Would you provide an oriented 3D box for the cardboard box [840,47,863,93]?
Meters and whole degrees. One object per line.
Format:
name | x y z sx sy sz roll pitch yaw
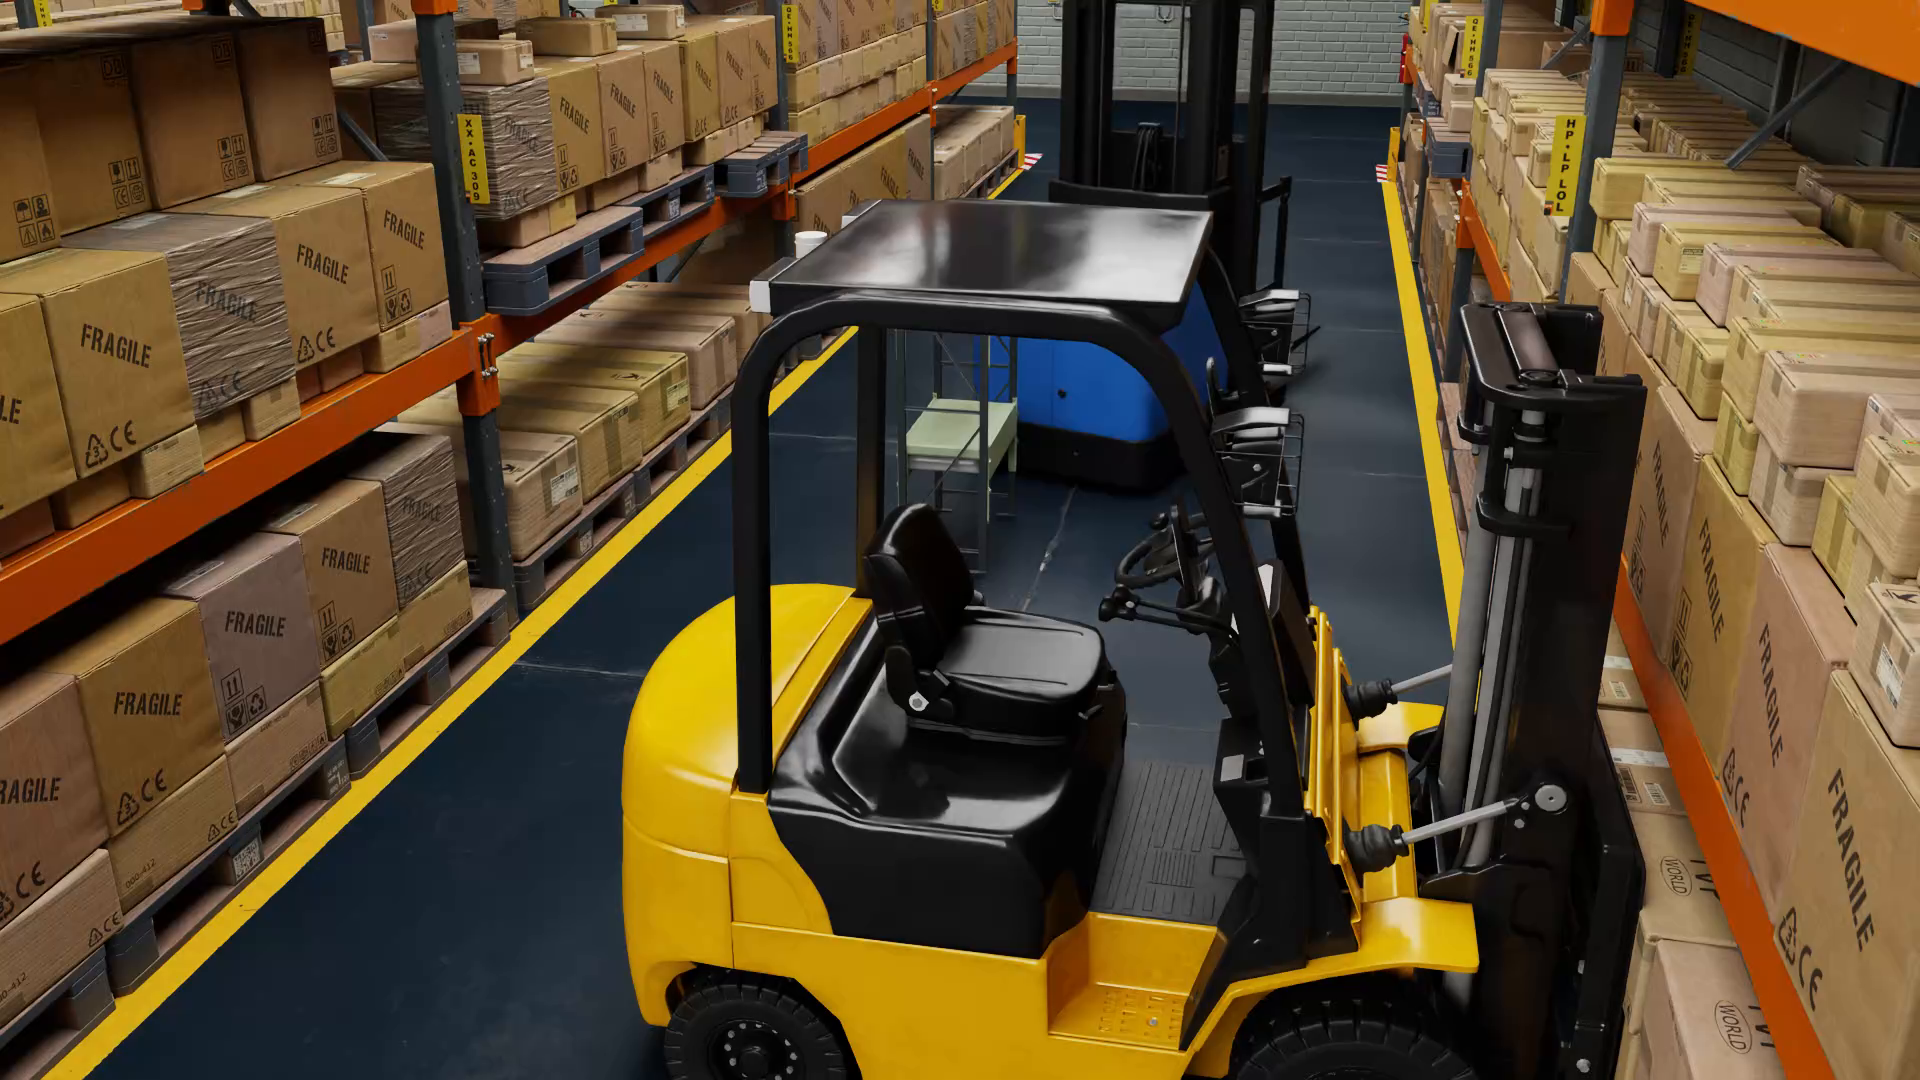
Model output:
cardboard box | -0.970 -3.220 11.365 0.500 0.250 0.500 4 22 11

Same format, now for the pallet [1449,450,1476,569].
pallet | 2.867 -0.107 7.838 1.003 0.211 1.213 4 22 11

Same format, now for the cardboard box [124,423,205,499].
cardboard box | -2.421 -0.241 4.772 0.380 0.149 0.250 5 22 11

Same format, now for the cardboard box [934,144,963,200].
cardboard box | -0.486 -3.212 14.680 0.875 0.438 0.875 4 22 10

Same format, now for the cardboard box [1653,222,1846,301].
cardboard box | 1.965 -0.692 4.157 0.380 0.149 0.250 4 22 10

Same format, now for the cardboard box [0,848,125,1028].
cardboard box | -2.621 1.026 4.411 0.500 0.250 0.500 5 23 13

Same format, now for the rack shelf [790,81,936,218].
rack shelf | -1.127 -2.919 12.048 1.077 0.370 4.000 4 22 11

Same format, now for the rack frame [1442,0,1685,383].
rack frame | 3.325 -2.144 9.162 1.000 3.000 0.127 4 22 11

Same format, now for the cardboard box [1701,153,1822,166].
cardboard box | 2.948 -1.326 6.128 0.380 0.149 0.250 4 22 11

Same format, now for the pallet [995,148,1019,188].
pallet | 0.011 -3.855 17.142 1.003 0.211 1.213 4 22 11

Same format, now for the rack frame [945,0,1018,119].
rack frame | 0.097 -5.447 17.362 1.000 3.000 0.127 4 22 11

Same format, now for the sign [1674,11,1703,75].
sign | 3.869 -2.640 8.843 0.100 0.325 0.005 4 22 11

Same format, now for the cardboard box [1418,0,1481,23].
cardboard box | 4.295 -4.792 14.535 0.500 0.500 0.500 5 22 12

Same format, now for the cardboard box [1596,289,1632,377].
cardboard box | 2.072 -0.393 4.681 0.500 0.500 0.500 5 22 12

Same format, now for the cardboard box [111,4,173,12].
cardboard box | -6.379 -4.096 12.988 0.380 0.149 0.250 5 23 13

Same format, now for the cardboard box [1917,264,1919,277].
cardboard box | 2.446 -0.561 3.830 0.380 0.149 0.250 4 22 10

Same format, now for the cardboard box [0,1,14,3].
cardboard box | -9.863 -5.681 16.744 0.500 0.500 0.500 4 22 9

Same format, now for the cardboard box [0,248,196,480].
cardboard box | -2.498 -0.494 4.534 0.500 0.500 0.500 4 22 10

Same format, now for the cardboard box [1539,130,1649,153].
cardboard box | 2.536 -1.549 6.682 0.380 0.149 0.250 4 22 10

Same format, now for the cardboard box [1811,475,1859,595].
cardboard box | 1.686 0.011 2.810 0.380 0.149 0.250 4 22 11

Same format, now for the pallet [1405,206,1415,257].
pallet | 4.282 -2.564 13.938 1.003 0.211 1.213 4 22 11

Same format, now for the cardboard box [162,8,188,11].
cardboard box | -5.797 -3.941 12.603 0.380 0.149 0.250 4 22 10

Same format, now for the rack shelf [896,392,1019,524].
rack shelf | -0.001 -0.391 7.689 0.431 0.370 0.720 4 22 11

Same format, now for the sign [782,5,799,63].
sign | -1.002 -2.983 9.802 0.100 0.325 0.005 4 22 11

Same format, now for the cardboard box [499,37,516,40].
cardboard box | -2.165 -2.185 8.169 0.500 0.500 0.500 4 22 9

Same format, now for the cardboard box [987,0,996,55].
cardboard box | 0.045 -4.925 15.934 0.500 0.500 0.500 5 22 12

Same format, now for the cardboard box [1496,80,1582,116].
cardboard box | 2.891 -2.203 8.307 0.380 0.149 0.250 5 22 12

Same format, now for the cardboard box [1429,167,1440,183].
cardboard box | 3.807 -2.832 12.786 0.380 0.149 0.250 6 23 13

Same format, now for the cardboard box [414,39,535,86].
cardboard box | -1.909 -1.883 6.552 0.380 0.149 0.250 4 22 11

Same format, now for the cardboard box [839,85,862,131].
cardboard box | -0.989 -2.992 11.467 0.500 0.250 0.500 5 23 13

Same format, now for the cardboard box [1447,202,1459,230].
cardboard box | 3.476 -2.163 11.124 0.380 0.149 0.250 3 22 8

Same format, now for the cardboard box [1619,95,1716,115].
cardboard box | 3.289 -1.978 7.747 0.380 0.149 0.250 4 22 11

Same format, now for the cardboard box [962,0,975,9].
cardboard box | -0.160 -5.020 14.832 0.500 0.500 0.500 5 22 12

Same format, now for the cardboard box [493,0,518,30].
cardboard box | -4.813 -5.413 16.748 0.500 0.500 0.500 5 22 11

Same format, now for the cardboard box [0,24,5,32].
cardboard box | -6.751 -3.430 11.332 0.380 0.149 0.250 4 22 9

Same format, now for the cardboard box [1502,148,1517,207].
cardboard box | 2.688 -1.601 7.344 0.500 0.250 0.500 5 22 12

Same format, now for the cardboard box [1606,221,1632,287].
cardboard box | 2.135 -0.837 4.914 0.380 0.149 0.250 5 22 12

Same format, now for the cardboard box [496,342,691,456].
cardboard box | -1.963 -0.743 8.640 0.950 0.372 0.625 5 23 13

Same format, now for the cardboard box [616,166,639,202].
cardboard box | -1.741 -1.696 7.823 0.380 0.149 0.250 5 22 11

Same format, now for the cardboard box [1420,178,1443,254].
cardboard box | 3.822 -2.482 12.786 0.500 0.500 0.500 5 23 13

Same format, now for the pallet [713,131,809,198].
pallet | -1.576 -2.163 9.466 1.213 0.211 1.003 4 22 11

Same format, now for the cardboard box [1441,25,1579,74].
cardboard box | 3.477 -2.998 10.581 0.797 0.503 0.637 4 22 10

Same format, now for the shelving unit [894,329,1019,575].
shelving unit | -0.001 -0.693 7.567 0.431 1.500 0.755 4 22 11

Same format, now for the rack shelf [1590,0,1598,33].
rack shelf | 2.917 -2.470 6.919 1.077 0.370 4.000 4 22 11

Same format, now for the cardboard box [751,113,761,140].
cardboard box | -1.356 -2.358 9.467 0.380 0.149 0.250 5 22 12

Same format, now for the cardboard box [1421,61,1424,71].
cardboard box | 4.125 -4.009 14.130 0.380 0.149 0.250 4 22 10

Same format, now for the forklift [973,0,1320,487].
forklift | 1.247 -2.124 9.205 1.130 2.935 3.031 13 25 29

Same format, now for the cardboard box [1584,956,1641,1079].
cardboard box | 1.683 1.056 3.666 0.500 0.250 0.500 4 22 10

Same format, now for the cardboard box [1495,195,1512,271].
cardboard box | 2.682 -1.369 7.437 0.500 0.250 0.500 5 23 13

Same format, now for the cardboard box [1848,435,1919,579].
cardboard box | 1.606 -0.041 2.539 0.380 0.149 0.250 5 22 12

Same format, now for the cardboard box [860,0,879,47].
cardboard box | -0.876 -3.747 11.671 0.500 0.500 0.500 5 22 12

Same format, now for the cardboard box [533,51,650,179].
cardboard box | -1.759 -1.950 7.585 0.500 0.500 0.500 4 22 11

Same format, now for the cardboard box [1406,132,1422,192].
cardboard box | 4.321 -3.393 15.047 0.500 0.500 0.500 5 22 12
